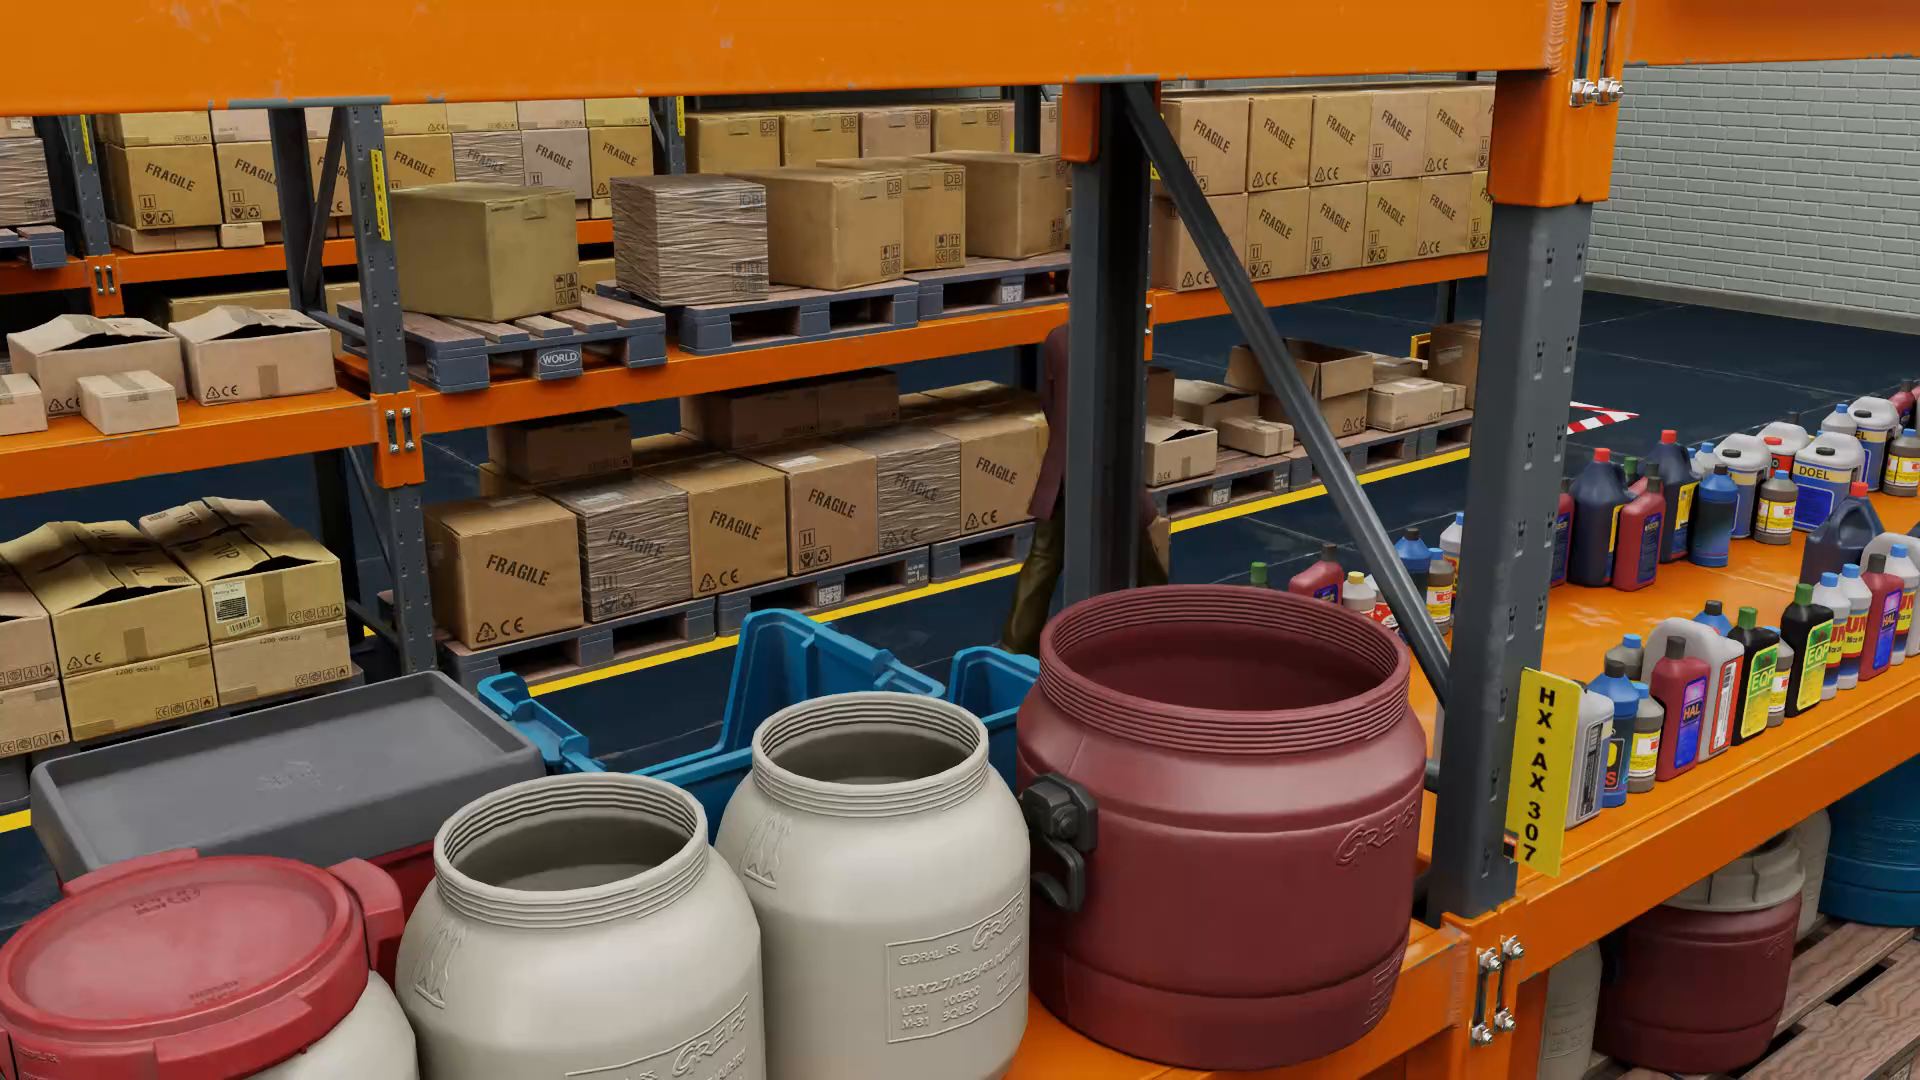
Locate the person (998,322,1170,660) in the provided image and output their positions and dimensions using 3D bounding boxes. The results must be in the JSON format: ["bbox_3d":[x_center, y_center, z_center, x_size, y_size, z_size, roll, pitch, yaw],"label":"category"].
[{"bbox_3d":[0.606,-0.314,7.074,1.102,1.723,0.591,-14,22,-37],"label":"person"}]
